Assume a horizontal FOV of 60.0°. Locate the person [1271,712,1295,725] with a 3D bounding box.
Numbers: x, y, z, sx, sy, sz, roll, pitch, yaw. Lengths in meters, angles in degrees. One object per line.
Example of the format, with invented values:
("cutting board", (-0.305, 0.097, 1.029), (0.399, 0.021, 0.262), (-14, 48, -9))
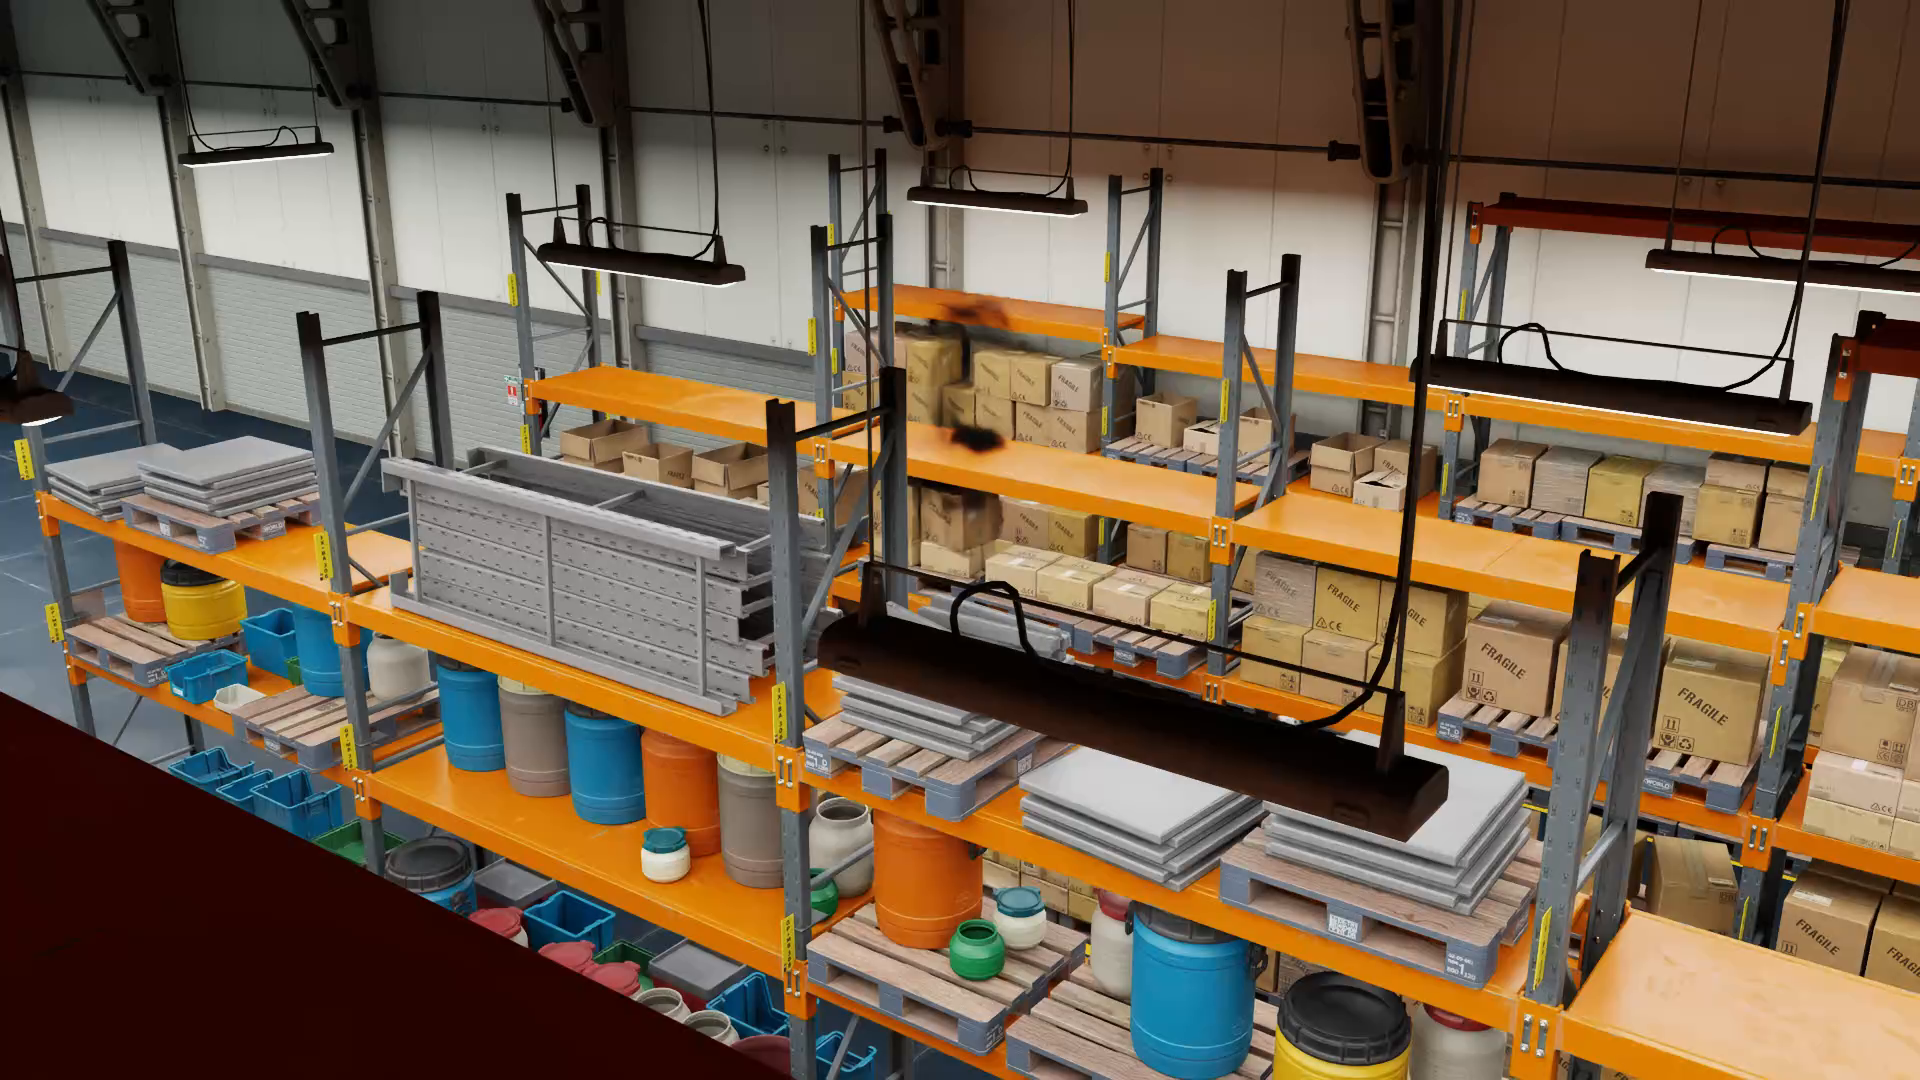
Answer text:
("person", (3.034, 2.277, 15.694), (0.733, 1.702, 0.654), (12, 22, 31))
